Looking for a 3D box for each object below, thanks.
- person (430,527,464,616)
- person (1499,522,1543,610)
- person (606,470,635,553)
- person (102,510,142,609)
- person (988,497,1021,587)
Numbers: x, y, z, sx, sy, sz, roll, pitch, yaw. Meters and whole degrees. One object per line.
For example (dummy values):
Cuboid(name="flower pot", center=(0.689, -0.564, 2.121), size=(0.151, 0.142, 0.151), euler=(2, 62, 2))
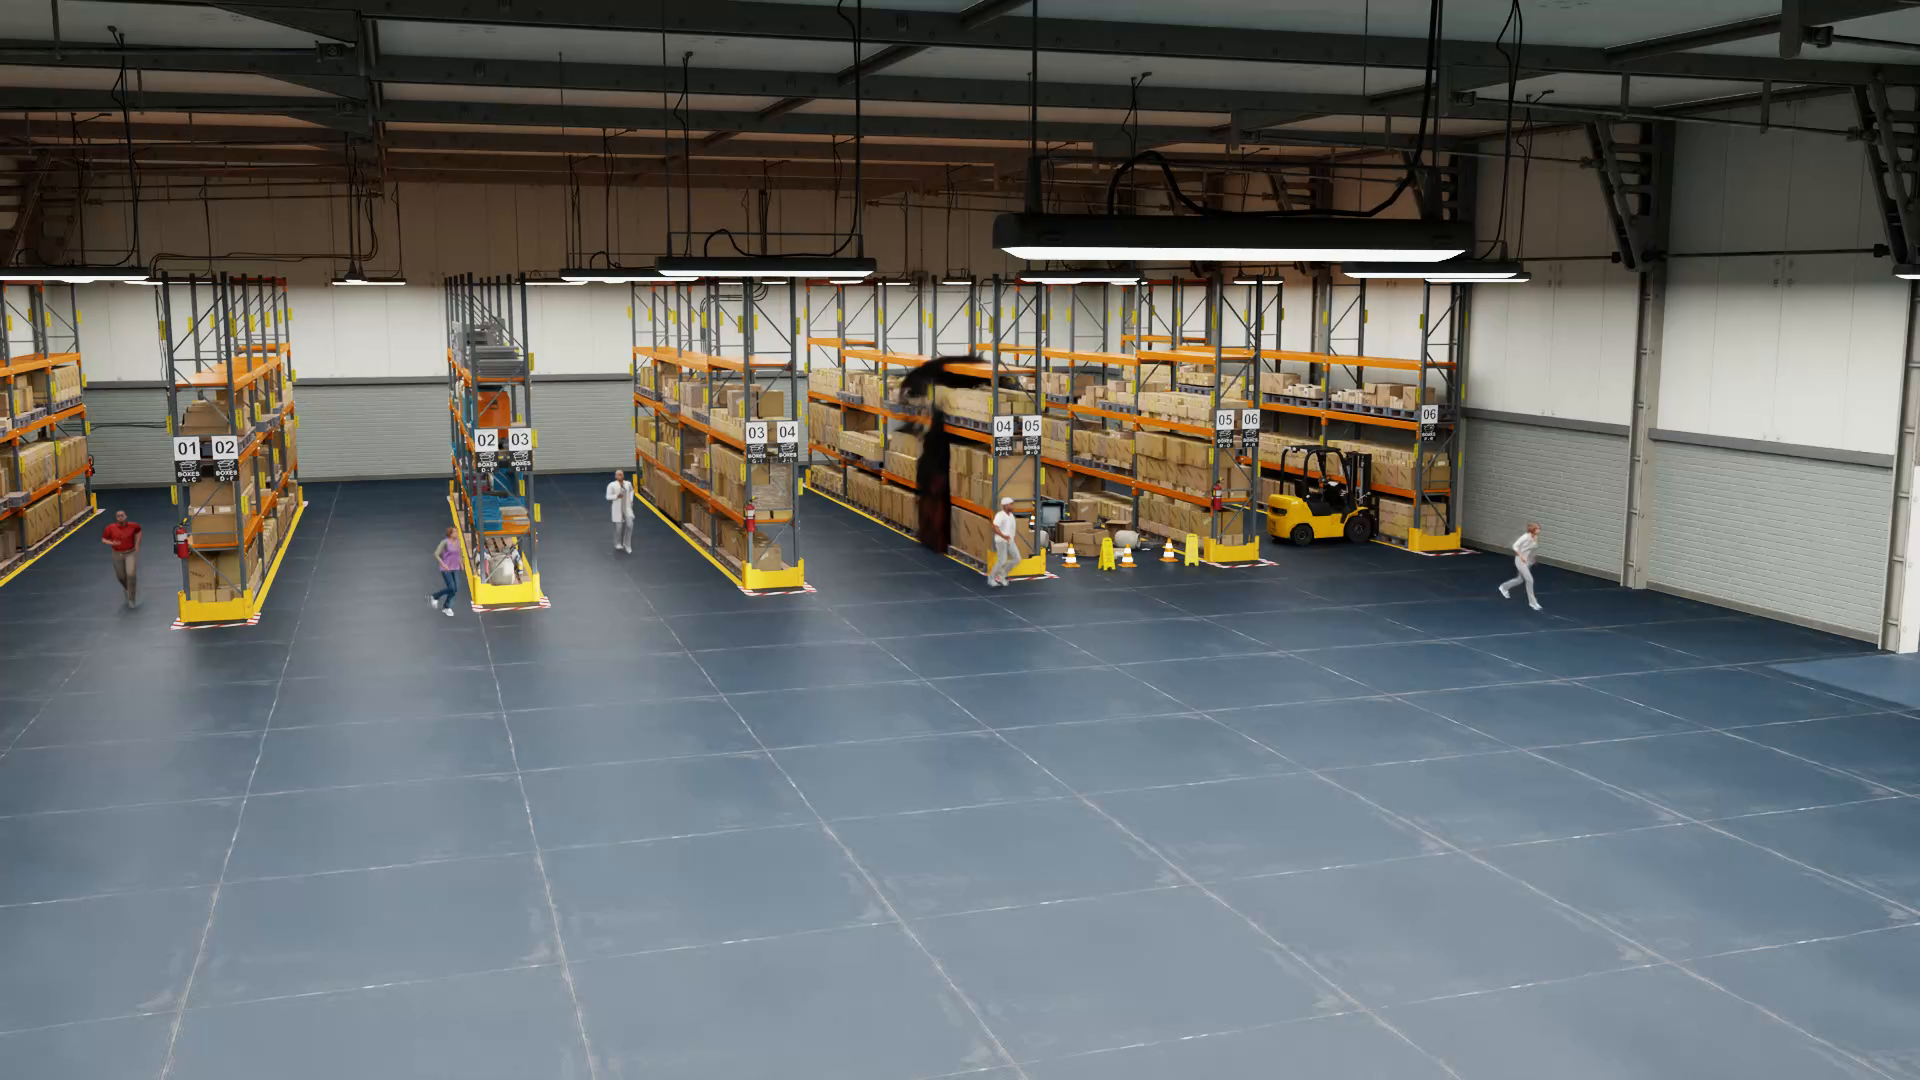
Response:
Cuboid(name="person", center=(-9.079, 0.532, 29.521), size=(0.525, 1.555, 0.564), euler=(5, 10, 28))
Cuboid(name="person", center=(10.137, 0.438, 30.034), size=(0.544, 1.564, 0.922), euler=(-6, 11, -36))
Cuboid(name="person", center=(-7.380, -0.616, 36.299), size=(0.685, 1.826, 0.777), euler=(-5, 10, -28))
Cuboid(name="person", center=(-15.249, 0.340, 30.303), size=(0.626, 1.781, 1.009), euler=(-3, 9, -18))
Cuboid(name="person", center=(0.902, 0.032, 32.145), size=(0.600, 1.716, 0.764), euler=(6, 10, 35))
